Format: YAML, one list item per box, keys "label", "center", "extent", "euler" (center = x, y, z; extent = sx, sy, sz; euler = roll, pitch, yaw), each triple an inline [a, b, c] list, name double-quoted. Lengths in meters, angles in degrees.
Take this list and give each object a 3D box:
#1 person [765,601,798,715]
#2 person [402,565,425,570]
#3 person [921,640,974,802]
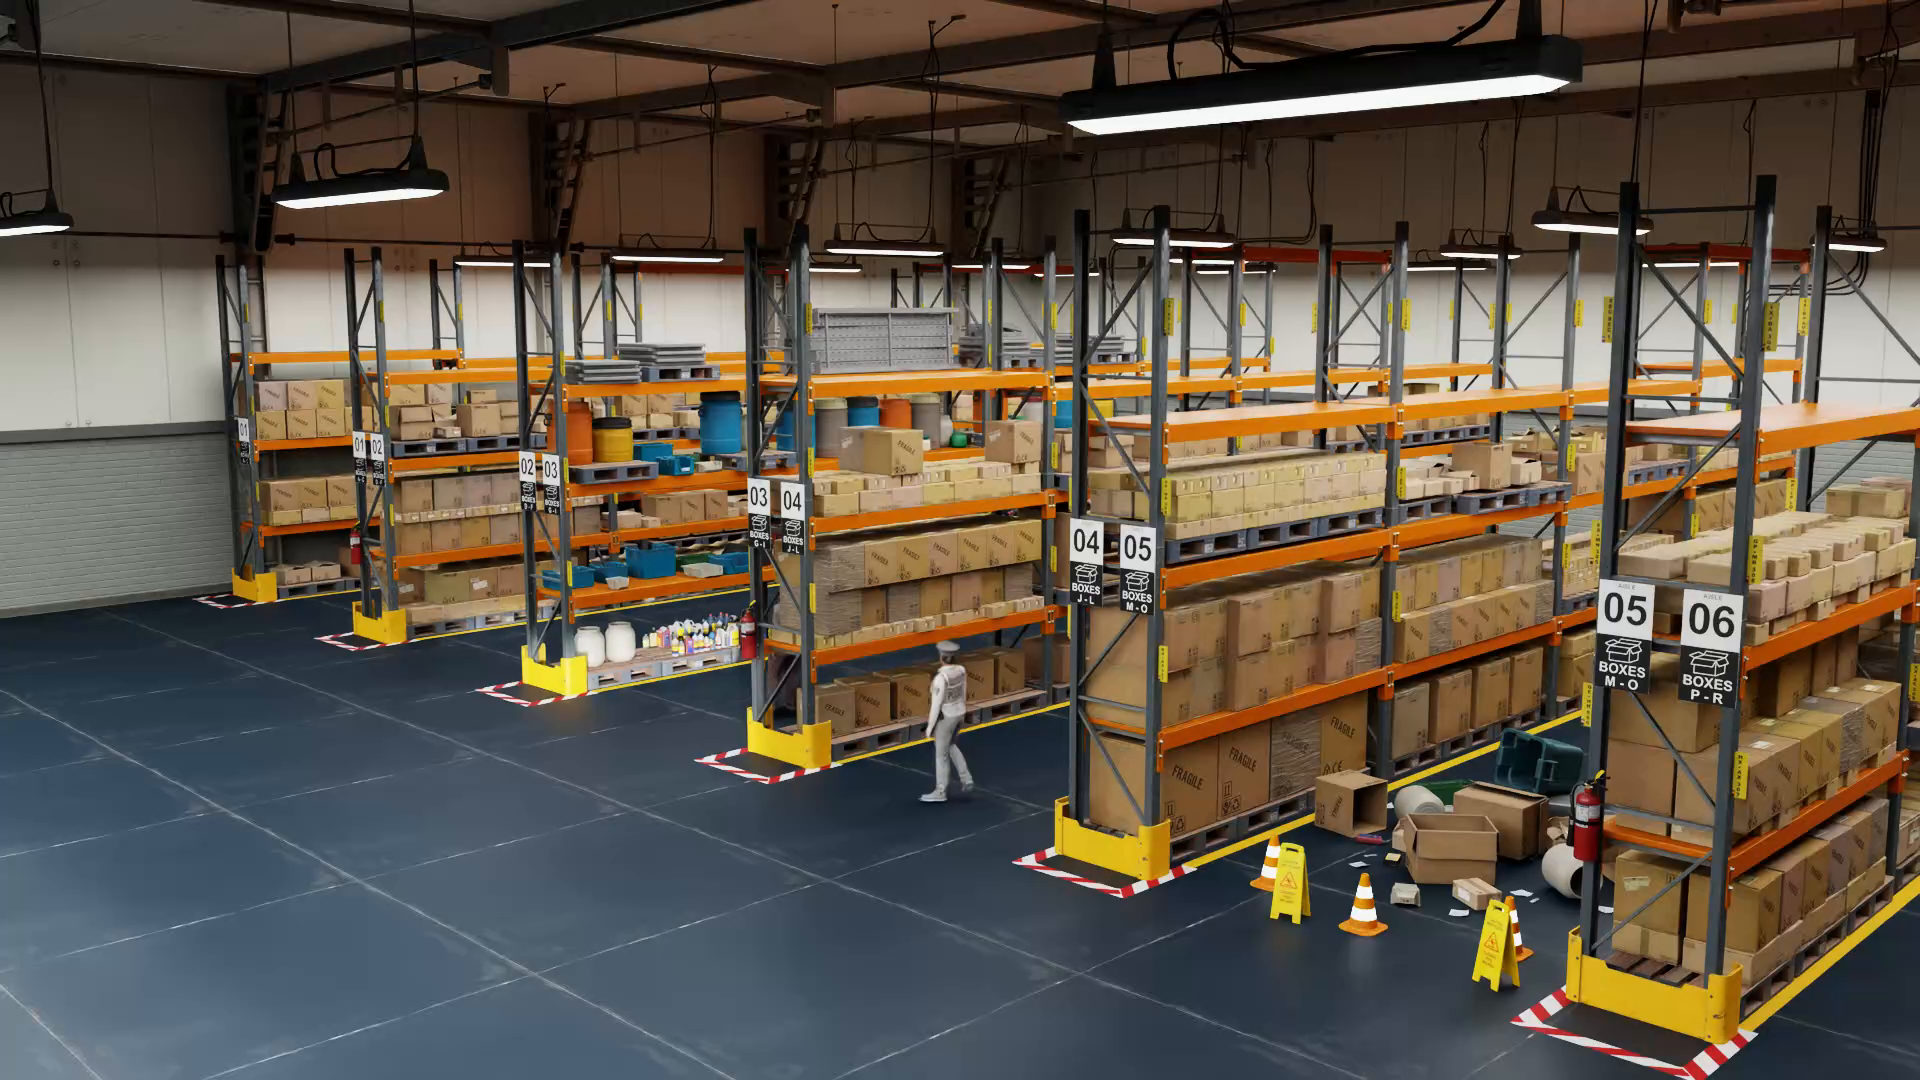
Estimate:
- label: "person"
  center: [-2.237, 1.359, 20.969]
  extent: [0.413, 1.750, 0.653]
  euler: [8, 11, 44]
- label: "person"
  center: [-9.250, 0.330, 27.871]
  extent: [0.578, 1.794, 0.364]
  euler: [-6, 10, -35]
- label: "person"
  center: [-0.120, 1.881, 17.365]
  extent: [0.454, 1.677, 0.575]
  euler: [4, 9, 26]
